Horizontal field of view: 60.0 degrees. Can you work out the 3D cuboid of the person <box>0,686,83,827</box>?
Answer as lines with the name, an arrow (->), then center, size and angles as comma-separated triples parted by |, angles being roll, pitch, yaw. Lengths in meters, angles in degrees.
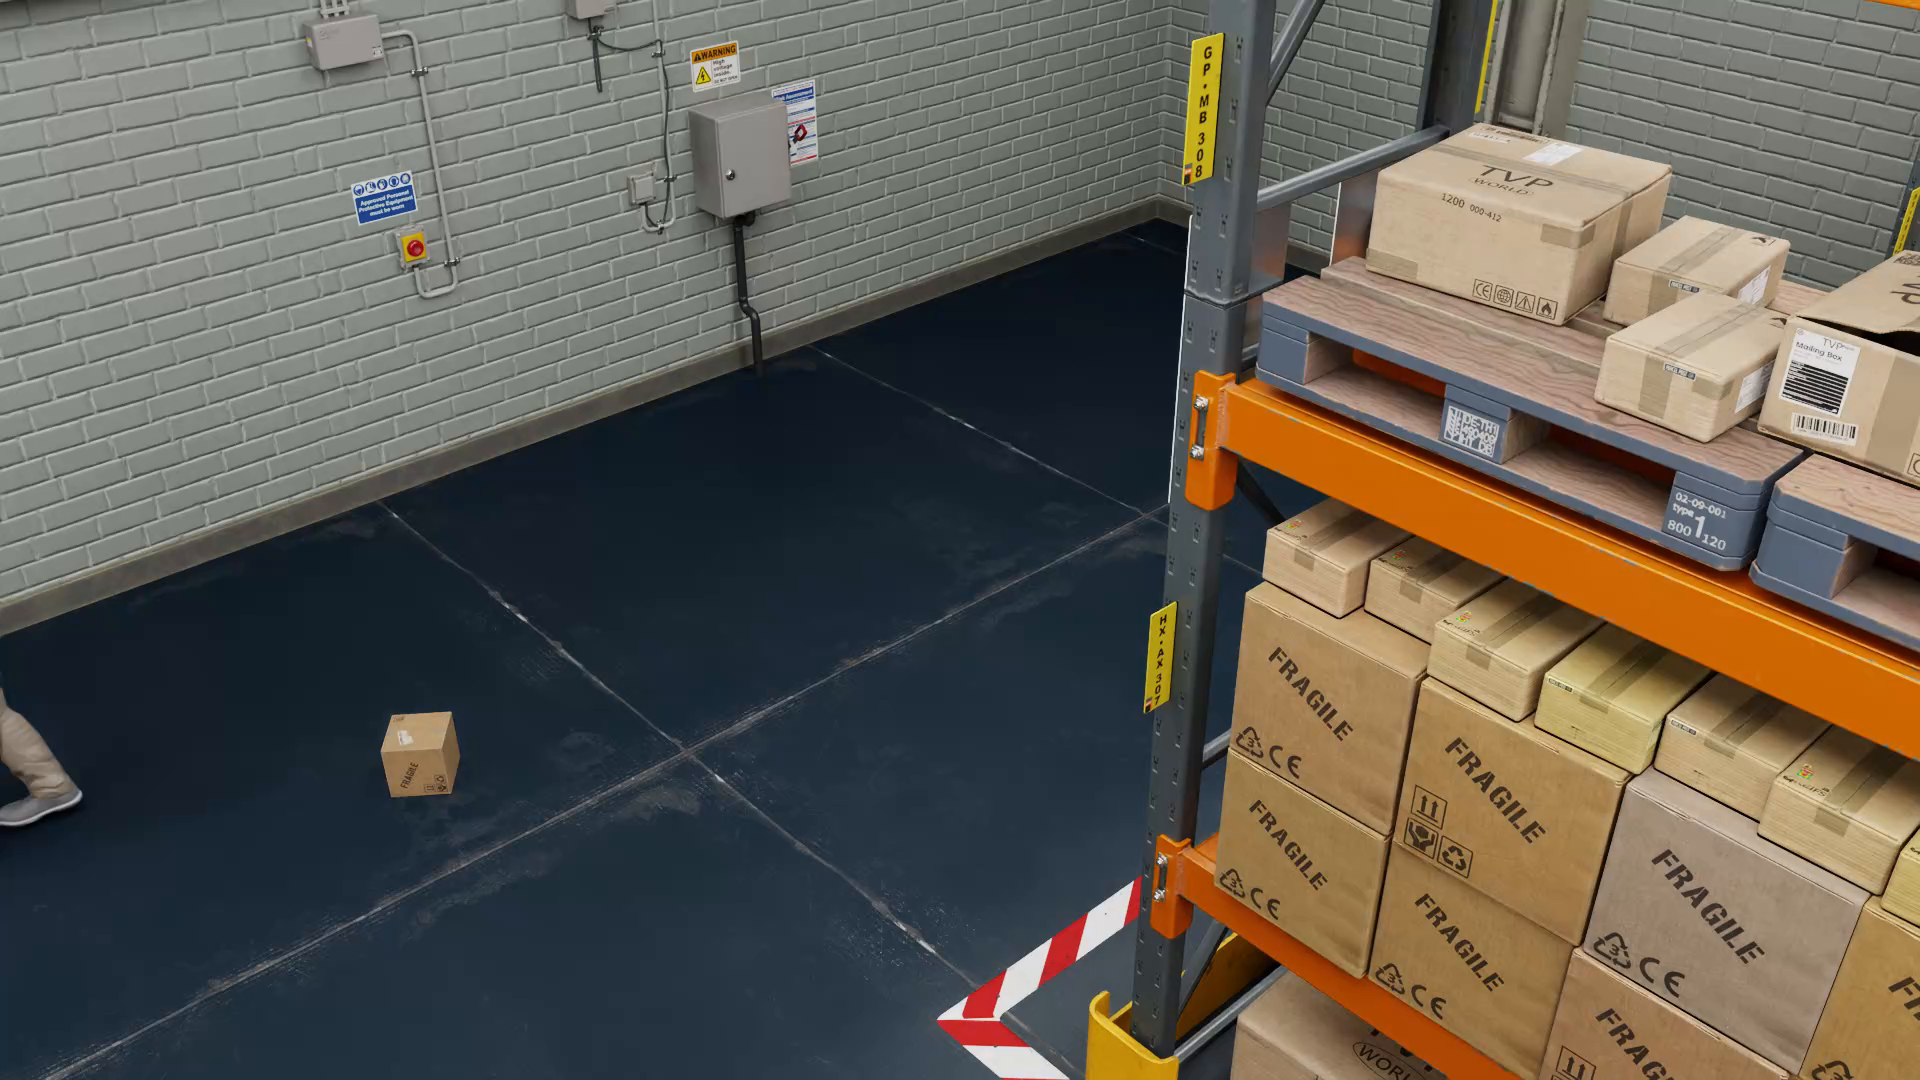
person -> -4.037, 0.501, 6.343 | 0.861, 1.730, 0.578 | -12, 34, -19
